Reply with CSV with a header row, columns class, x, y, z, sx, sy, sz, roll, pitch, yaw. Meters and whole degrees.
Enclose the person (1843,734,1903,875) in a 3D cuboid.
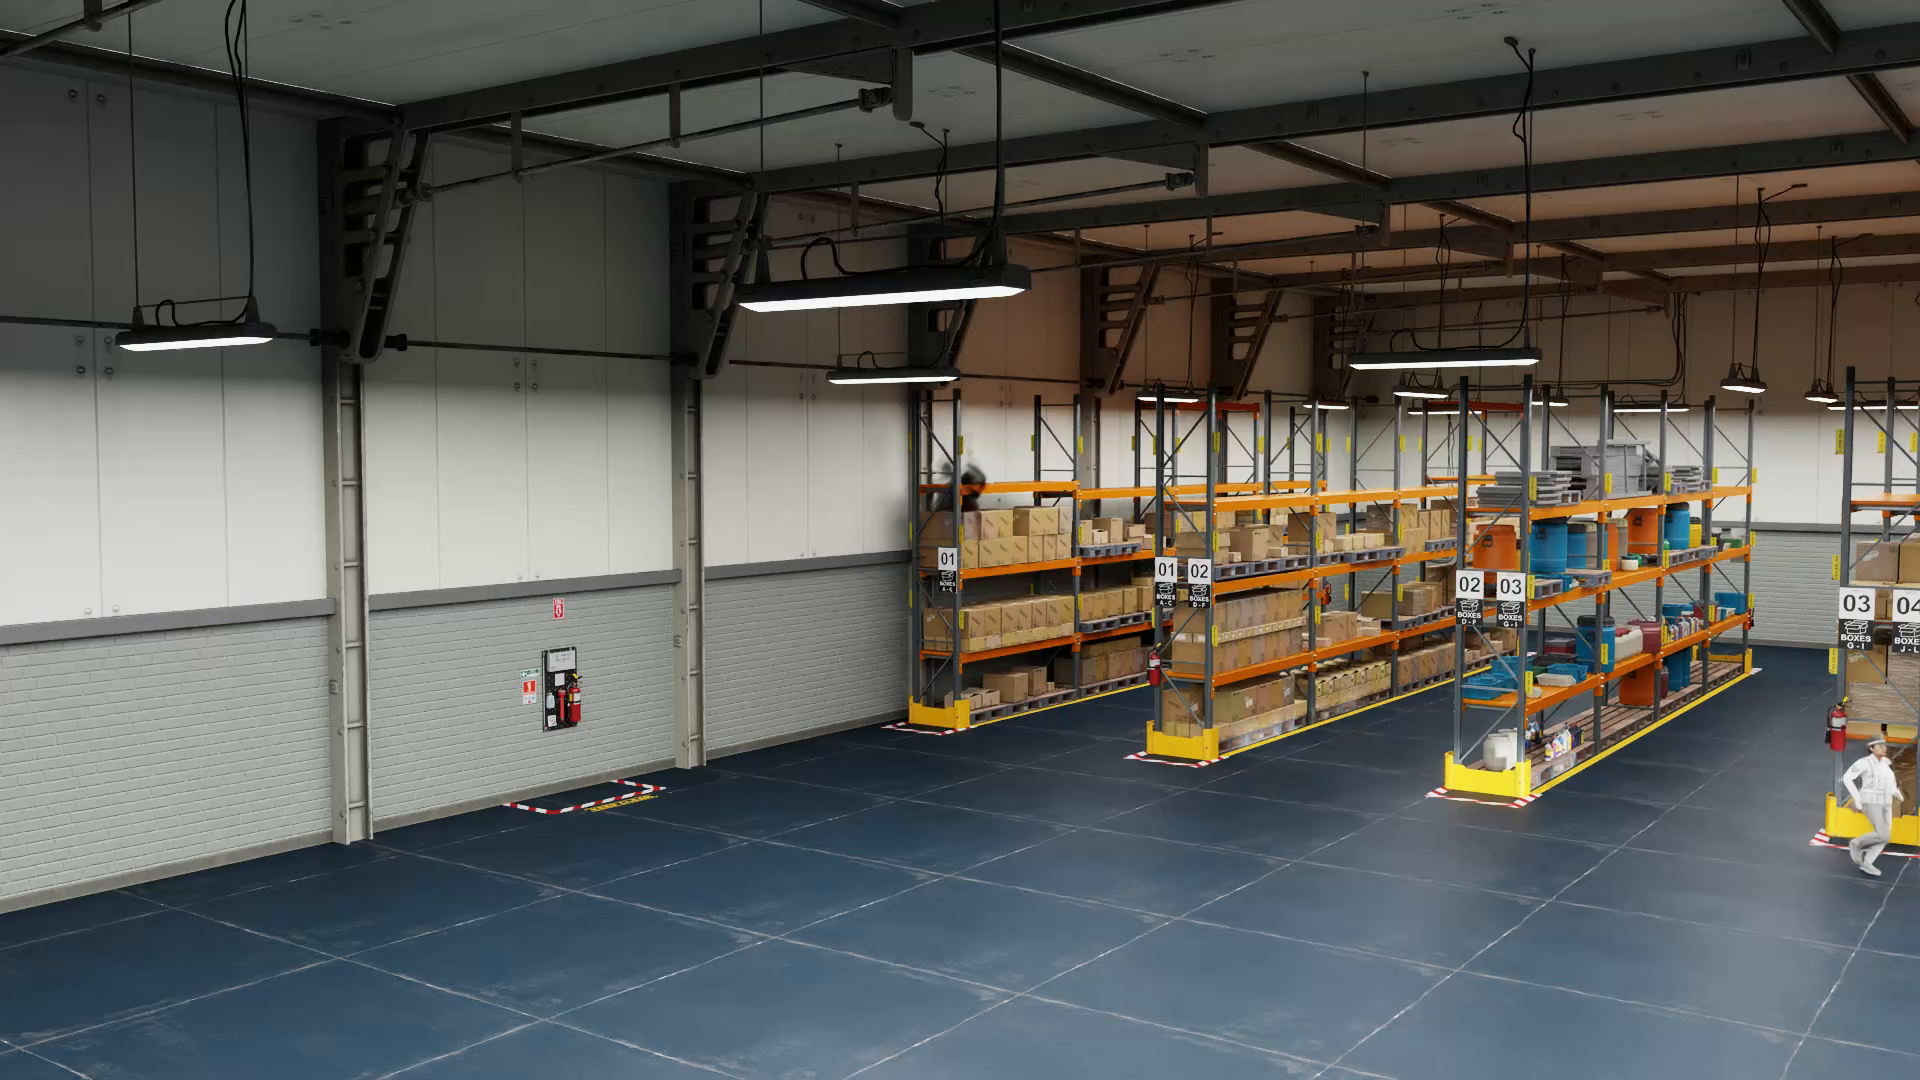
class,x,y,z,sx,sy,sz,roll,pitch,yaw
person,10.686,3.076,19.350,0.616,1.658,0.543,-1,3,-17
